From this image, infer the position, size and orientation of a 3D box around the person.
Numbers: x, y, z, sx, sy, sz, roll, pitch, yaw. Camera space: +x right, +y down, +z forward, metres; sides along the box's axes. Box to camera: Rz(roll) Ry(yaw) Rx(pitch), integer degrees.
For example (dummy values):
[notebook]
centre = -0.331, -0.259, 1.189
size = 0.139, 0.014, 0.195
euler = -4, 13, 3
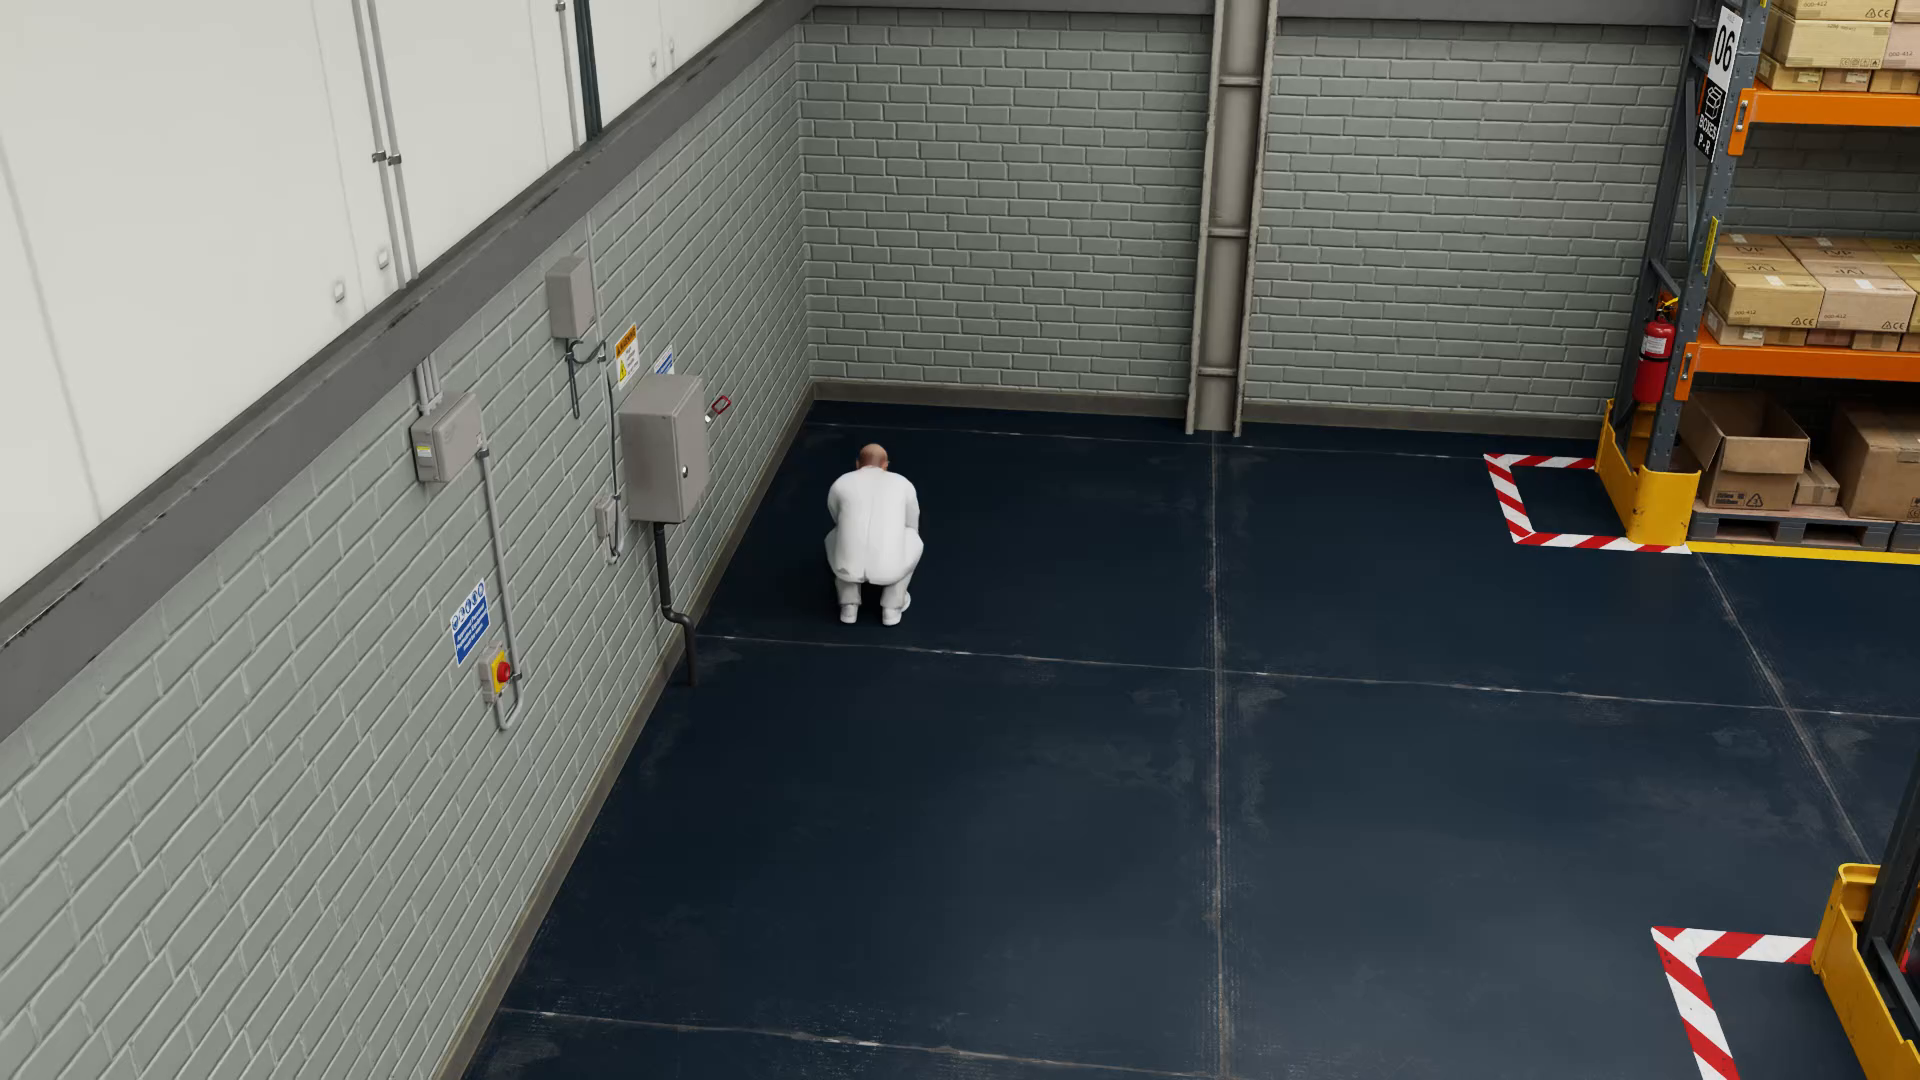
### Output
[person]
centre = -0.516, -0.396, 9.389
size = 0.530, 1.769, 0.563
euler = 4, 28, 7
